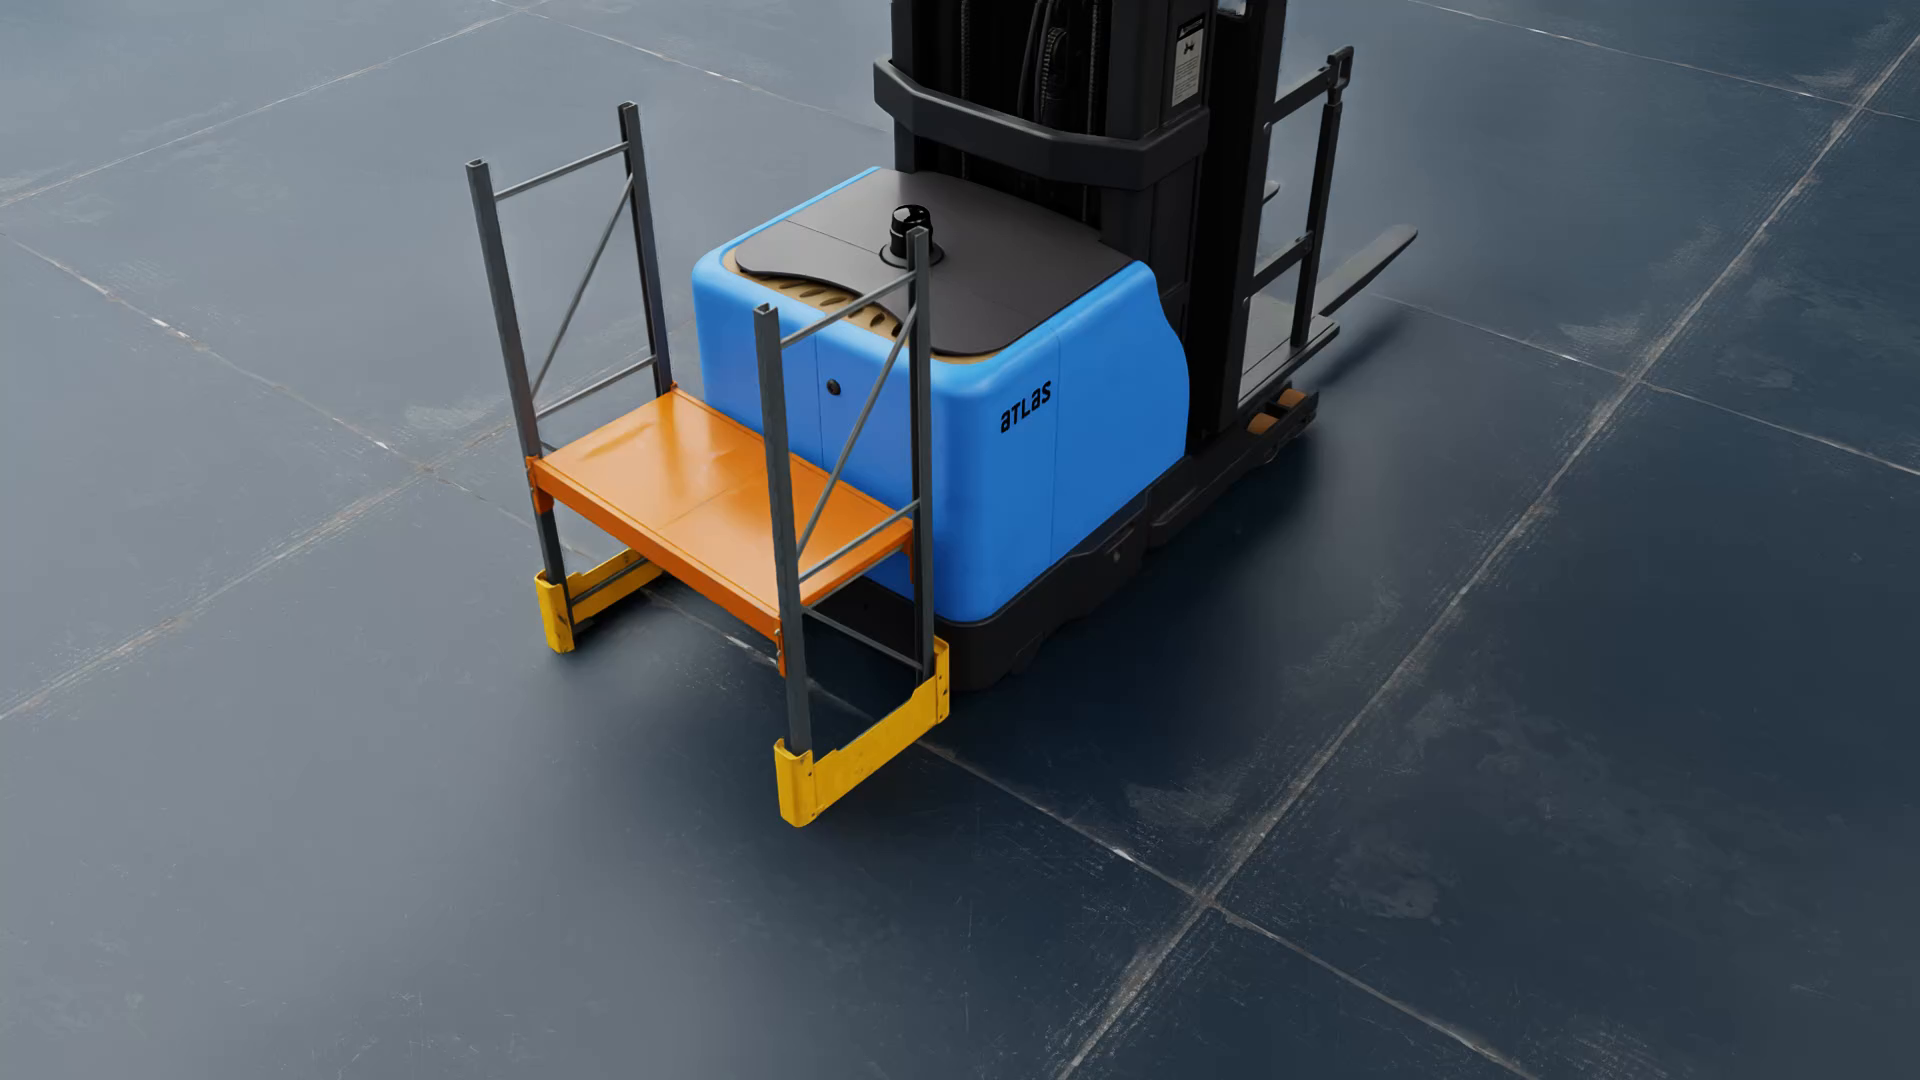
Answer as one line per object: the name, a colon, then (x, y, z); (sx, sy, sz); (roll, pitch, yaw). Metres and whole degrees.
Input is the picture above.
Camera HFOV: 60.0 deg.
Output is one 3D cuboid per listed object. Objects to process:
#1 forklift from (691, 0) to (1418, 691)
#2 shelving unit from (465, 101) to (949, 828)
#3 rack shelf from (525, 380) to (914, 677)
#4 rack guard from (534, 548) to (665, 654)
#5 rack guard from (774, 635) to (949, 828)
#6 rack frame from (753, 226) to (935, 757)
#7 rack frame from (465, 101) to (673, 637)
forklift: (0.568, -1.582, 4.893); (1.130, 2.935, 3.031); (26, 45, 29)
shelving unit: (-0.617, -0.199, 4.287); (1.083, 1.500, 0.587); (29, 47, 32)
rack shelf: (-0.624, -0.061, 4.403); (1.000, 0.185, 0.538); (29, 47, 32)
rack guard: (-0.986, 0.087, 4.936); (0.087, 0.250, 0.587); (29, 47, 32)
rack guard: (-0.249, 0.500, 4.409); (0.087, 0.250, 0.587); (29, 47, 32)
rack frame: (-0.248, 0.008, 4.023); (0.032, 1.500, 0.500); (29, 47, 32)
rack frame: (-1.000, -0.413, 4.561); (0.032, 1.500, 0.500); (29, 47, 32)
